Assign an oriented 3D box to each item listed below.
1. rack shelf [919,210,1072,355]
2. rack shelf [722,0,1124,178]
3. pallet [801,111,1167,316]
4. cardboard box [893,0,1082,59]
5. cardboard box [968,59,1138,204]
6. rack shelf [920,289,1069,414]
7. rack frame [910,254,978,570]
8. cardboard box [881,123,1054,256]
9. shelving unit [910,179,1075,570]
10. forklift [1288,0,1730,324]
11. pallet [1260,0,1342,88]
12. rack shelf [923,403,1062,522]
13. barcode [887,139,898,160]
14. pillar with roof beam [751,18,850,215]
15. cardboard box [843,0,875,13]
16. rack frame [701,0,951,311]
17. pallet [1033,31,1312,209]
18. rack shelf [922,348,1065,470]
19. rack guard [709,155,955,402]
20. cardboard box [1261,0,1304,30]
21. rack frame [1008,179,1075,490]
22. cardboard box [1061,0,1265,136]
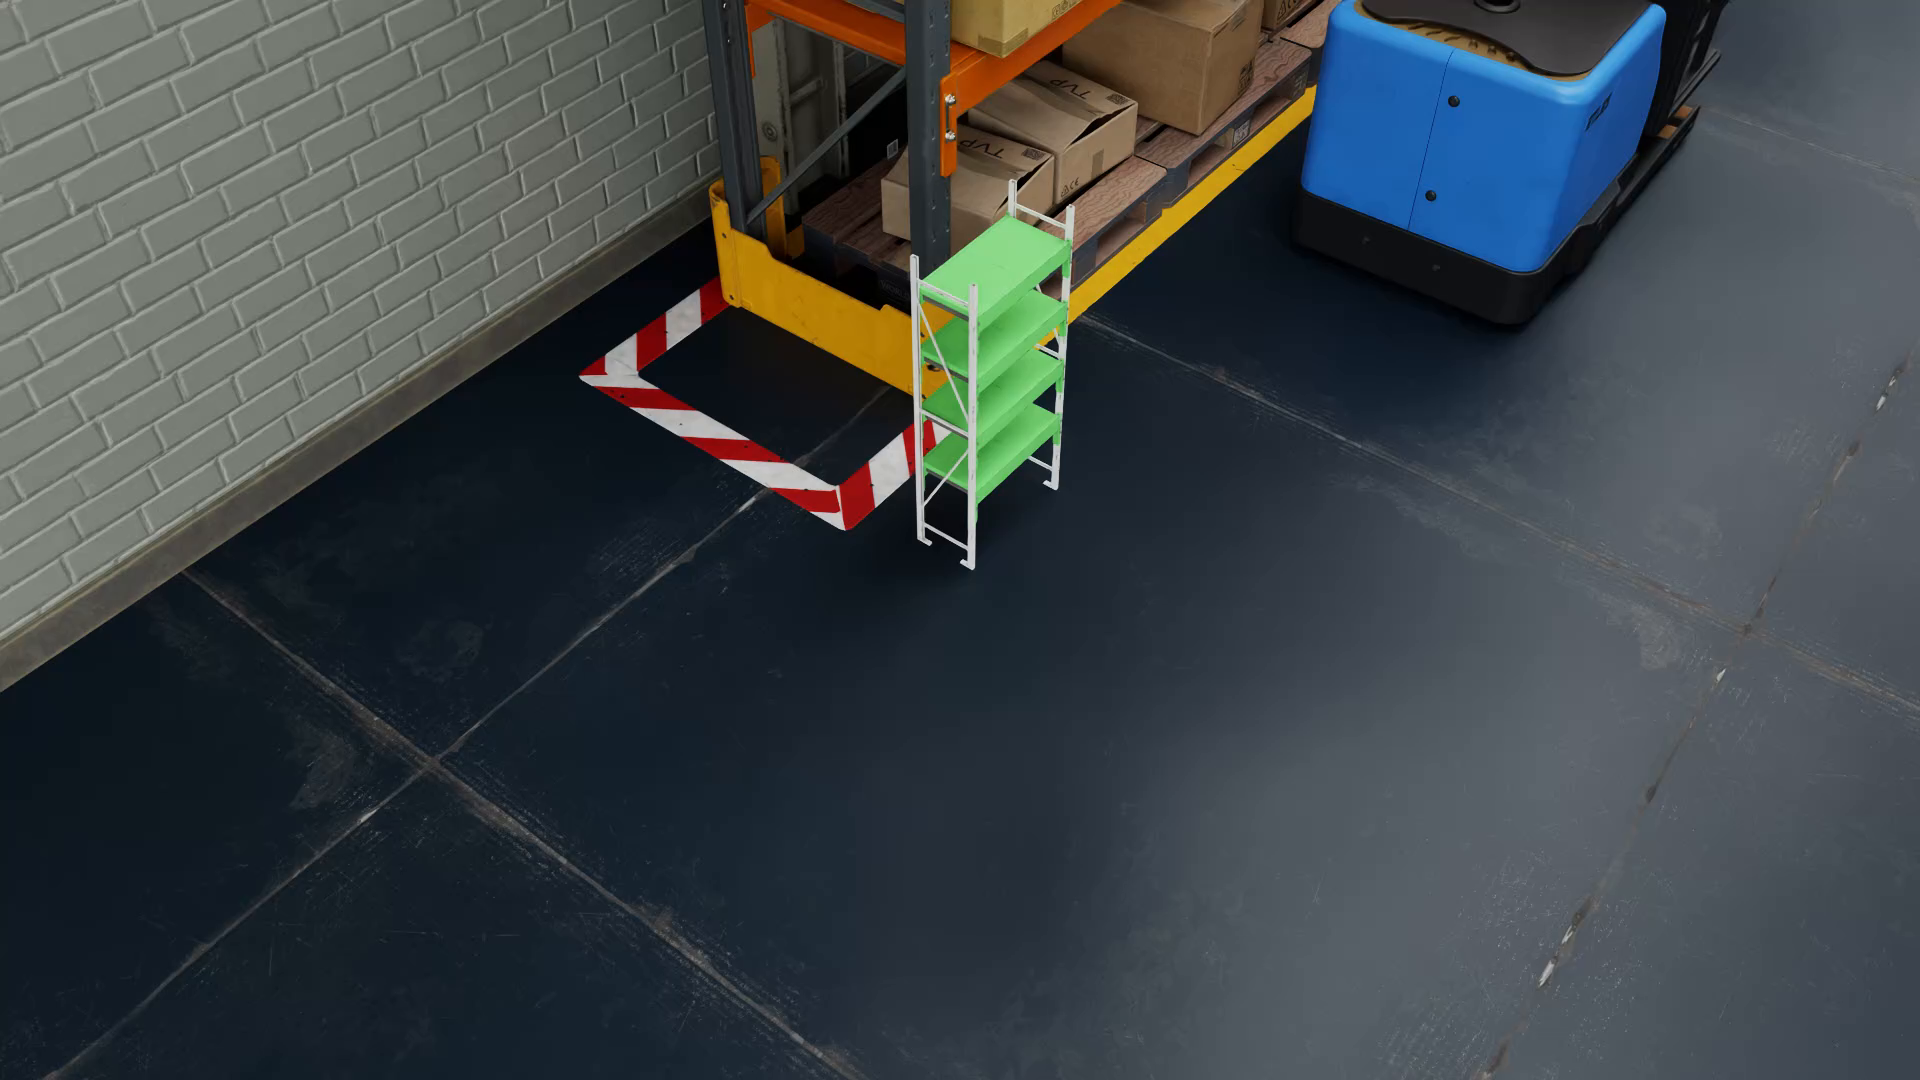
[{"bbox_3d":[0.101,-0.797,5.106,0.258,0.148,0.480,29,53,25],"label":"rack shelf"},{"bbox_3d":[0.761,-2.709,6.761,1.077,0.370,4.000,29,53,25],"label":"rack shelf"},{"bbox_3d":[0.110,-1.343,6.887,1.003,0.211,1.213,29,53,25],"label":"pallet"},{"bbox_3d":[0.088,-1.907,5.587,0.500,0.250,0.500,28,52,24],"label":"cardboard box"},{"bbox_3d":[0.381,-1.719,6.873,0.500,0.311,0.500,34,55,28],"label":"cardboard box"},{"bbox_3d":[0.101,-0.631,5.279,0.258,0.148,0.480,29,53,25],"label":"rack shelf"},{"bbox_3d":[-0.048,-0.370,5.273,0.240,1.200,0.015,29,53,25],"label":"rack frame"},{"bbox_3d":[0.033,-1.392,6.561,0.500,0.311,0.500,24,51,21],"label":"cardboard box"},{"bbox_3d":[0.101,-0.509,5.407,0.258,1.200,0.503,29,53,25],"label":"shelving unit"},{"bbox_3d":[2.637,-2.872,6.467,1.130,2.935,3.031,28,52,24],"label":"forklift"},{"bbox_3d":[1.601,-2.739,8.220,1.003,0.211,1.213,29,53,25],"label":"pallet"},{"bbox_3d":[0.101,-0.299,5.626,0.258,0.148,0.480,29,53,25],"label":"rack shelf"},{"bbox_3d":[-0.273,-1.583,6.737,0.001,0.075,0.075,29,53,25],"label":"barcode"},{"bbox_3d":[2.689,-2.765,2.168,9.100,9.000,0.400,29,53,25],"label":"pillar with roof beam"},{"bbox_3d":[-0.329,-2.121,5.792,0.500,0.250,0.500,30,53,25],"label":"cardboard box"},{"bbox_3d":[-0.462,-1.813,5.408,1.000,3.000,0.127,29,53,25],"label":"rack frame"},{"bbox_3d":[0.856,-2.038,7.551,1.003,0.211,1.213,29,53,25],"label":"pallet"},{"bbox_3d":[0.101,-0.465,5.453,0.258,0.148,0.480,29,53,25],"label":"rack shelf"},{"bbox_3d":[-0.415,-0.993,6.353,1.175,0.500,0.348,29,53,25],"label":"rack guard"},{"bbox_3d":[1.381,-2.779,7.755,0.500,0.500,0.500,25,51,22],"label":"cardboard box"},{"bbox_3d":[0.250,-0.649,5.540,0.240,1.200,0.015,29,53,25],"label":"rack frame"},{"bbox_3d":[0.869,-2.182,7.184,0.700,0.500,0.500,26,52,23],"label":"cardboard box"}]
